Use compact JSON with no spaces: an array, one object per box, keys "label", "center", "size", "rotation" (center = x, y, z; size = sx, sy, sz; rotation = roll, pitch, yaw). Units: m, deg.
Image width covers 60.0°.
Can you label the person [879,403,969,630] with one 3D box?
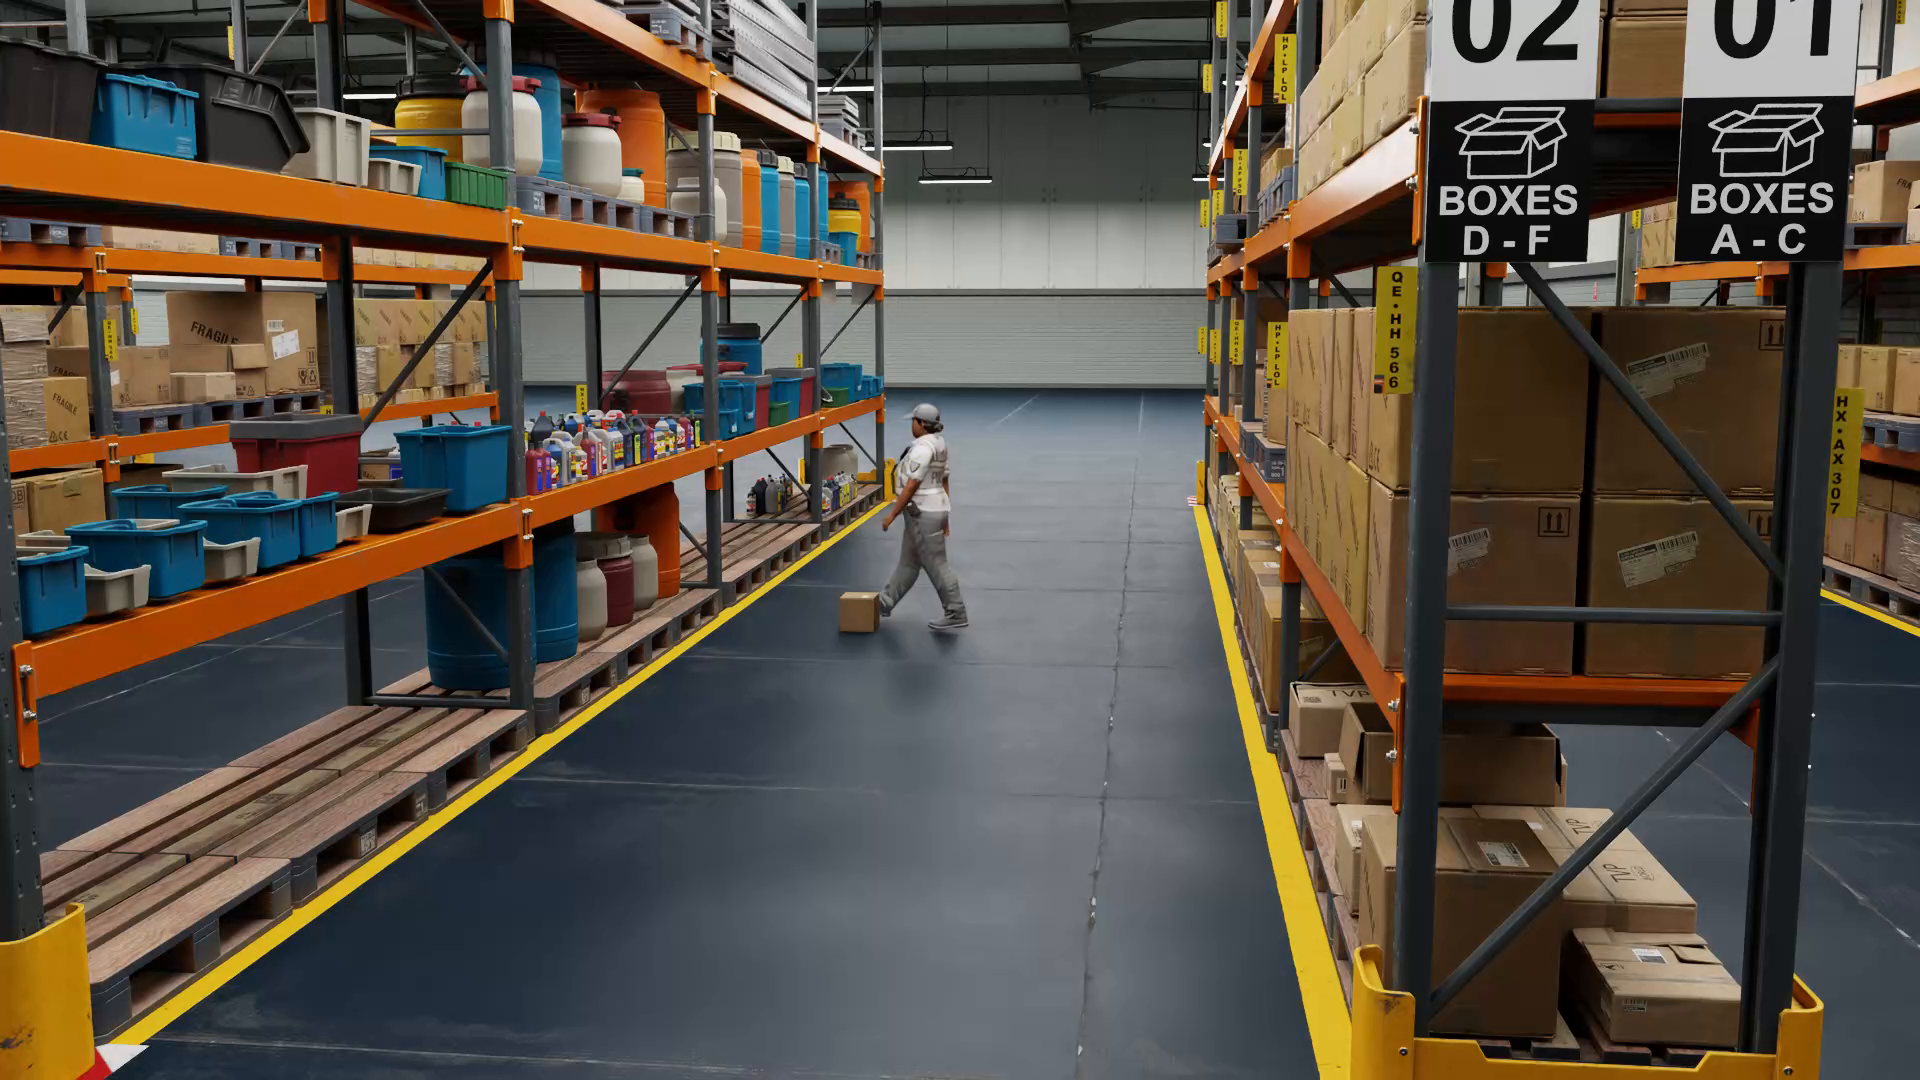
[{"label":"person","center":[-0.385,-0.177,12.030],"size":[0.915,1.625,0.484],"rotation":[2,8,11]}]
